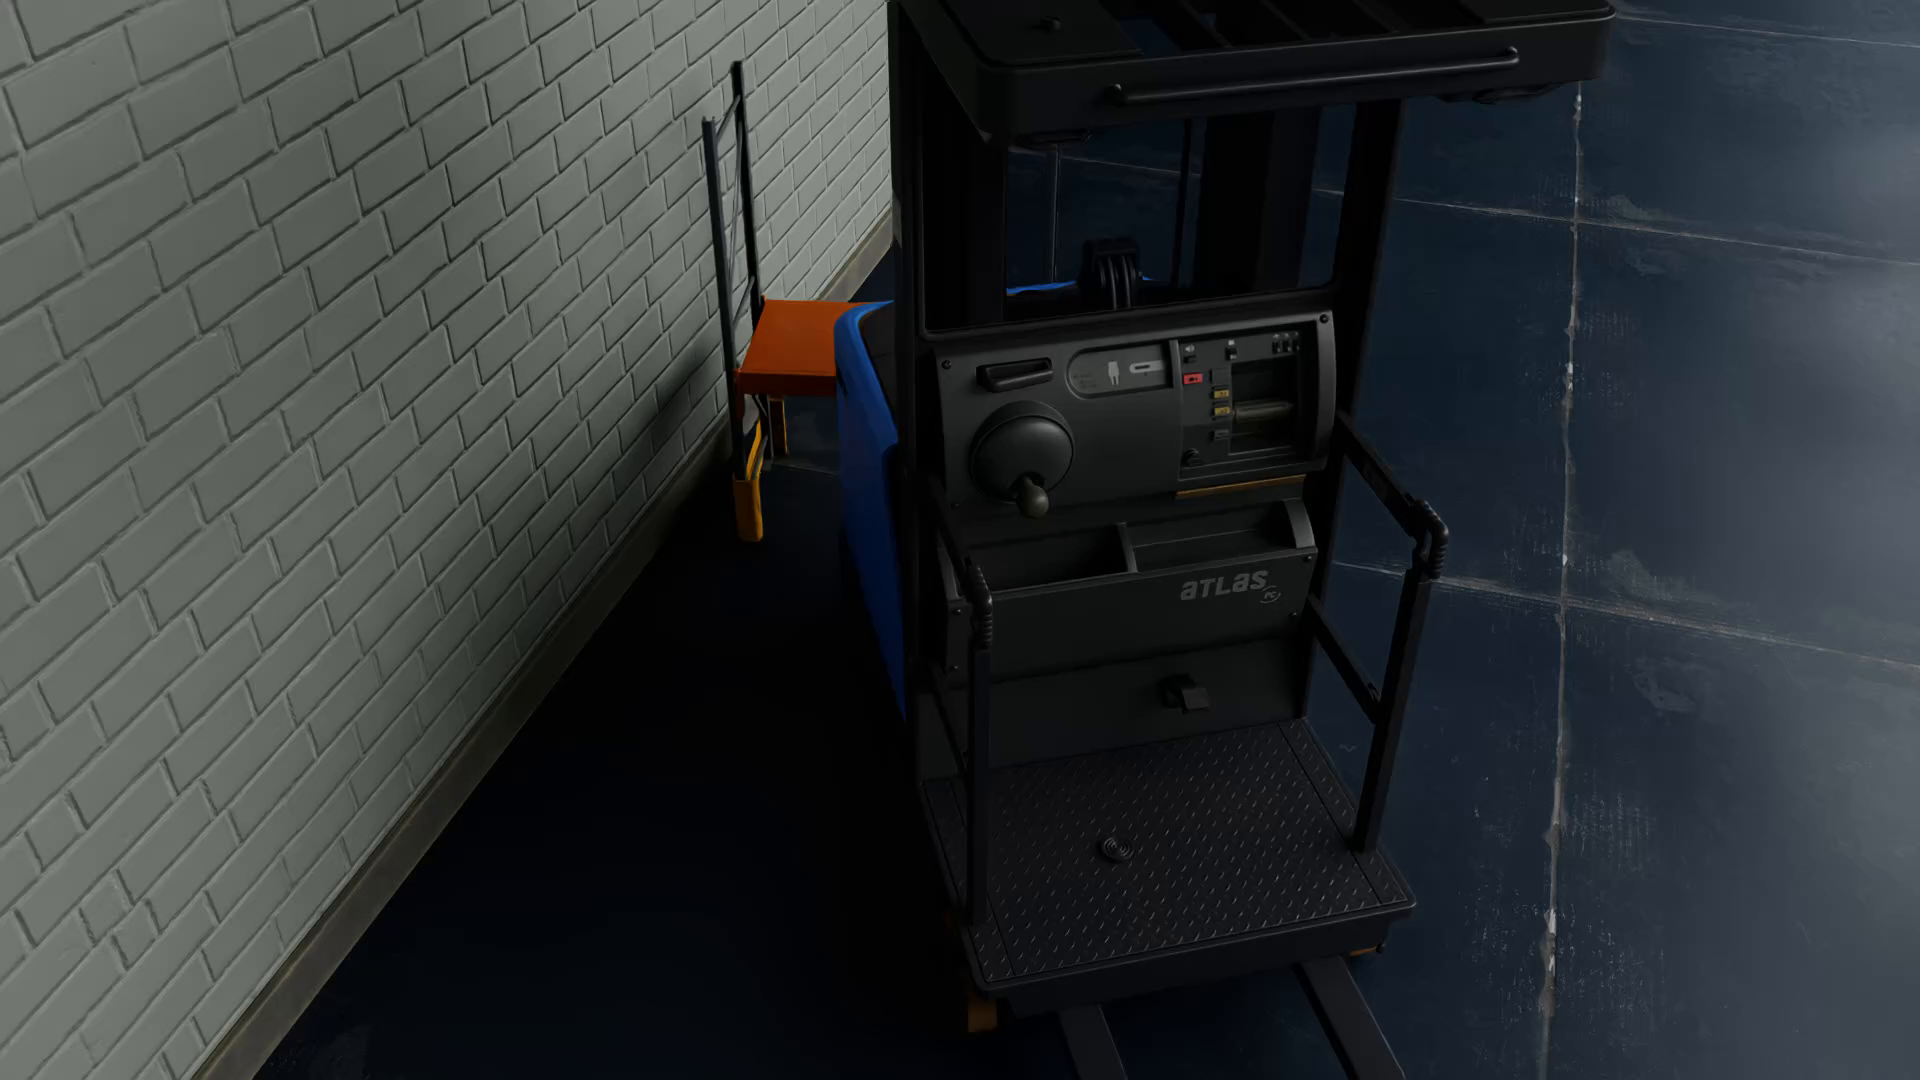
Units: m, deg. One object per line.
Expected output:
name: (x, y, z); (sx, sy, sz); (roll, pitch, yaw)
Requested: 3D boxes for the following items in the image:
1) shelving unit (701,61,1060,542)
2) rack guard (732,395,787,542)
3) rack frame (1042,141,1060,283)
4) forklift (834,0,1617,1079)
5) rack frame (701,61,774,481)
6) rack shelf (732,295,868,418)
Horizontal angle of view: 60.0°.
shelving unit: (-0.211, -0.749, 5.503); (1.083, 1.500, 0.587); (3, 36, 4)
rack guard: (-0.707, -0.269, 5.905); (0.087, 0.250, 0.587); (3, 36, 4)
rack frame: (0.287, -0.726, 5.471); (0.032, 1.500, 0.500); (3, 36, 4)
forklift: (0.457, -0.221, 3.578); (1.130, 2.935, 3.031); (-8, 37, -11)
rack frame: (-0.727, -0.773, 5.535); (0.032, 1.500, 0.500); (3, 36, 4)
rack shelf: (-0.220, -0.605, 5.610); (1.000, 0.185, 0.538); (3, 36, 4)
